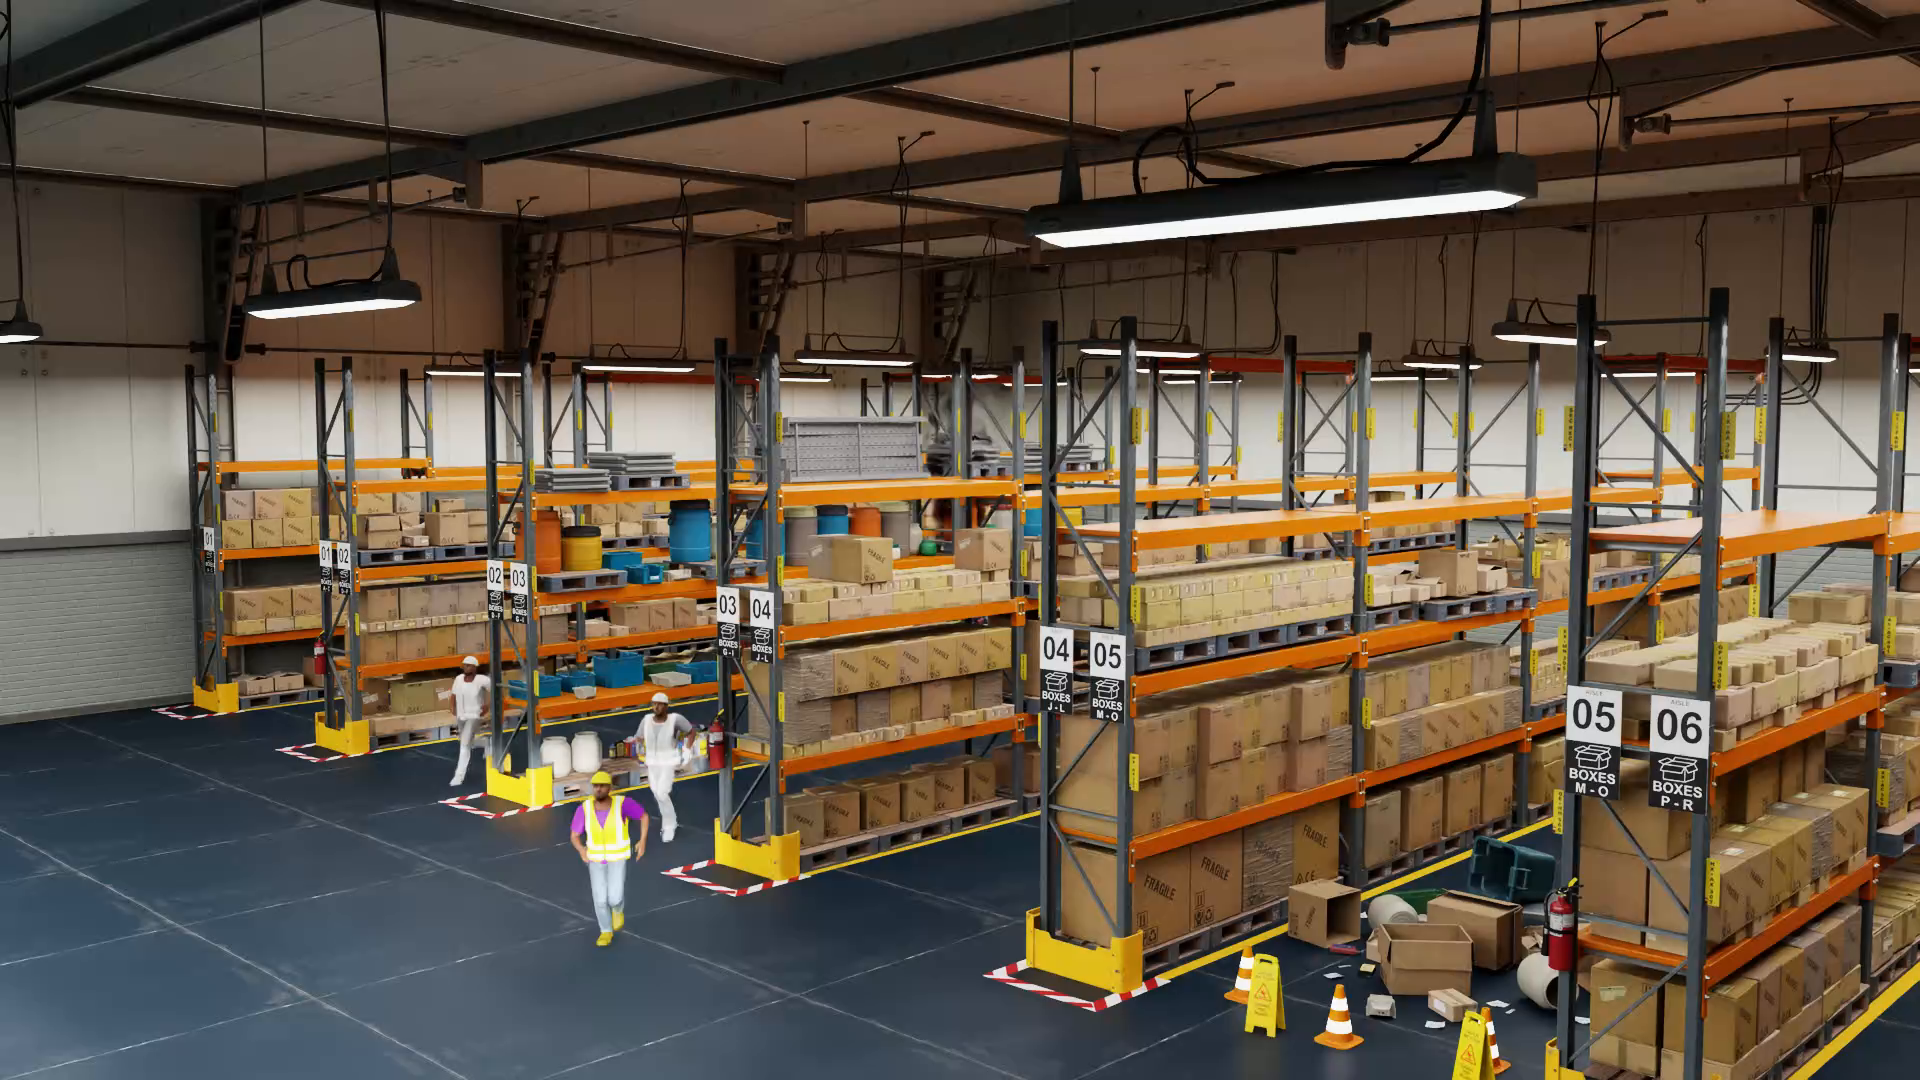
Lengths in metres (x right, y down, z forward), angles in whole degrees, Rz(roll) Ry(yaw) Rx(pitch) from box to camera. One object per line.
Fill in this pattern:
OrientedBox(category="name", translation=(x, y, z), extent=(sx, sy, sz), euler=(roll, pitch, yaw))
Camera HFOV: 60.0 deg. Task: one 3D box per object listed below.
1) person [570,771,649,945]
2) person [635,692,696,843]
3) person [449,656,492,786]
OrientedBox(category="person", translation=(-3.392, 3.080, 16.019), extent=(0.723, 1.719, 0.668), euler=(0, 4, -1))
OrientedBox(category="person", translation=(-3.618, 2.744, 20.110), extent=(0.671, 1.814, 0.736), euler=(2, 5, 20))
OrientedBox(category="person", translation=(-6.915, 2.511, 23.531), extent=(0.671, 1.757, 1.092), euler=(2, 5, 25))
